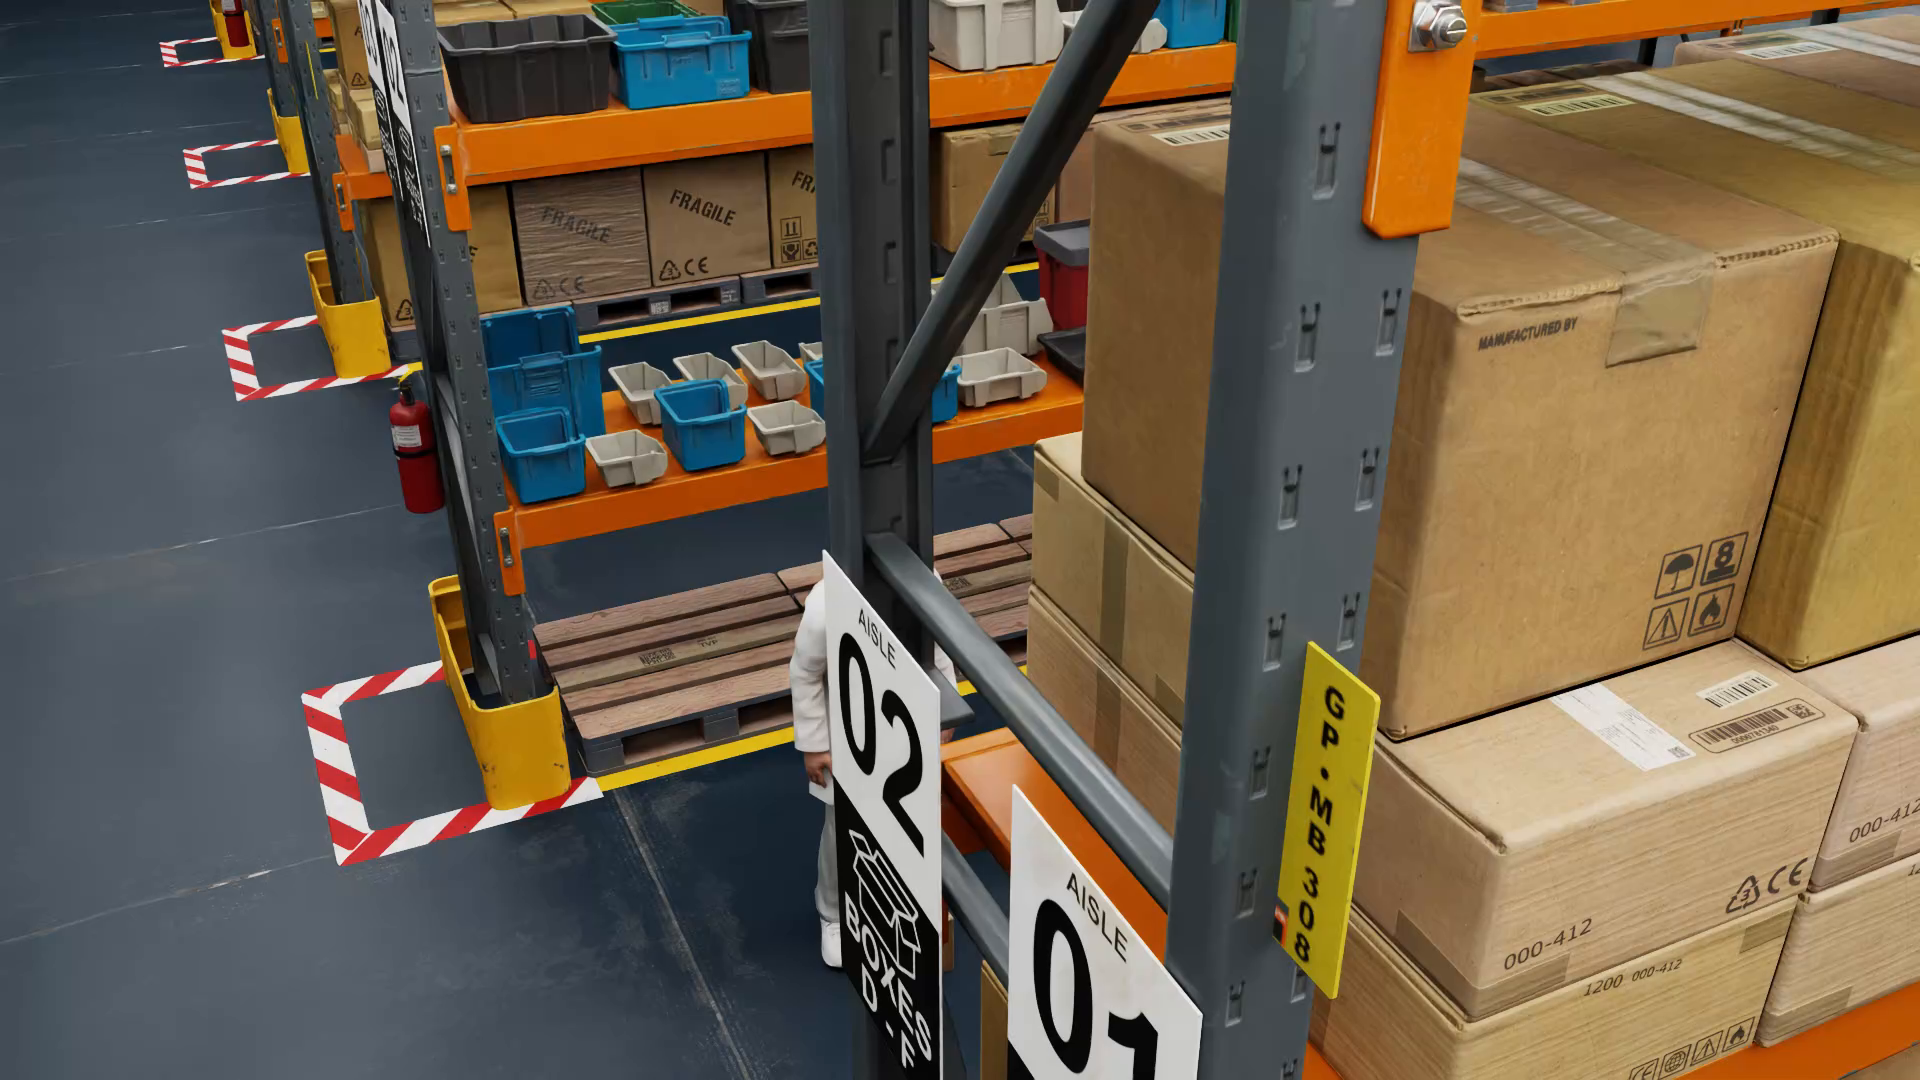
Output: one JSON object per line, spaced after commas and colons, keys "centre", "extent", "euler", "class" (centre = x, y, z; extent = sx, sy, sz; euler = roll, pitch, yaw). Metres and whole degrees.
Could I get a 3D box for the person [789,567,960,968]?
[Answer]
{"centre": [-0.288, 0.669, 5.938], "extent": [0.651, 1.773, 0.428], "euler": [-15, 32, -25], "class": "person"}
